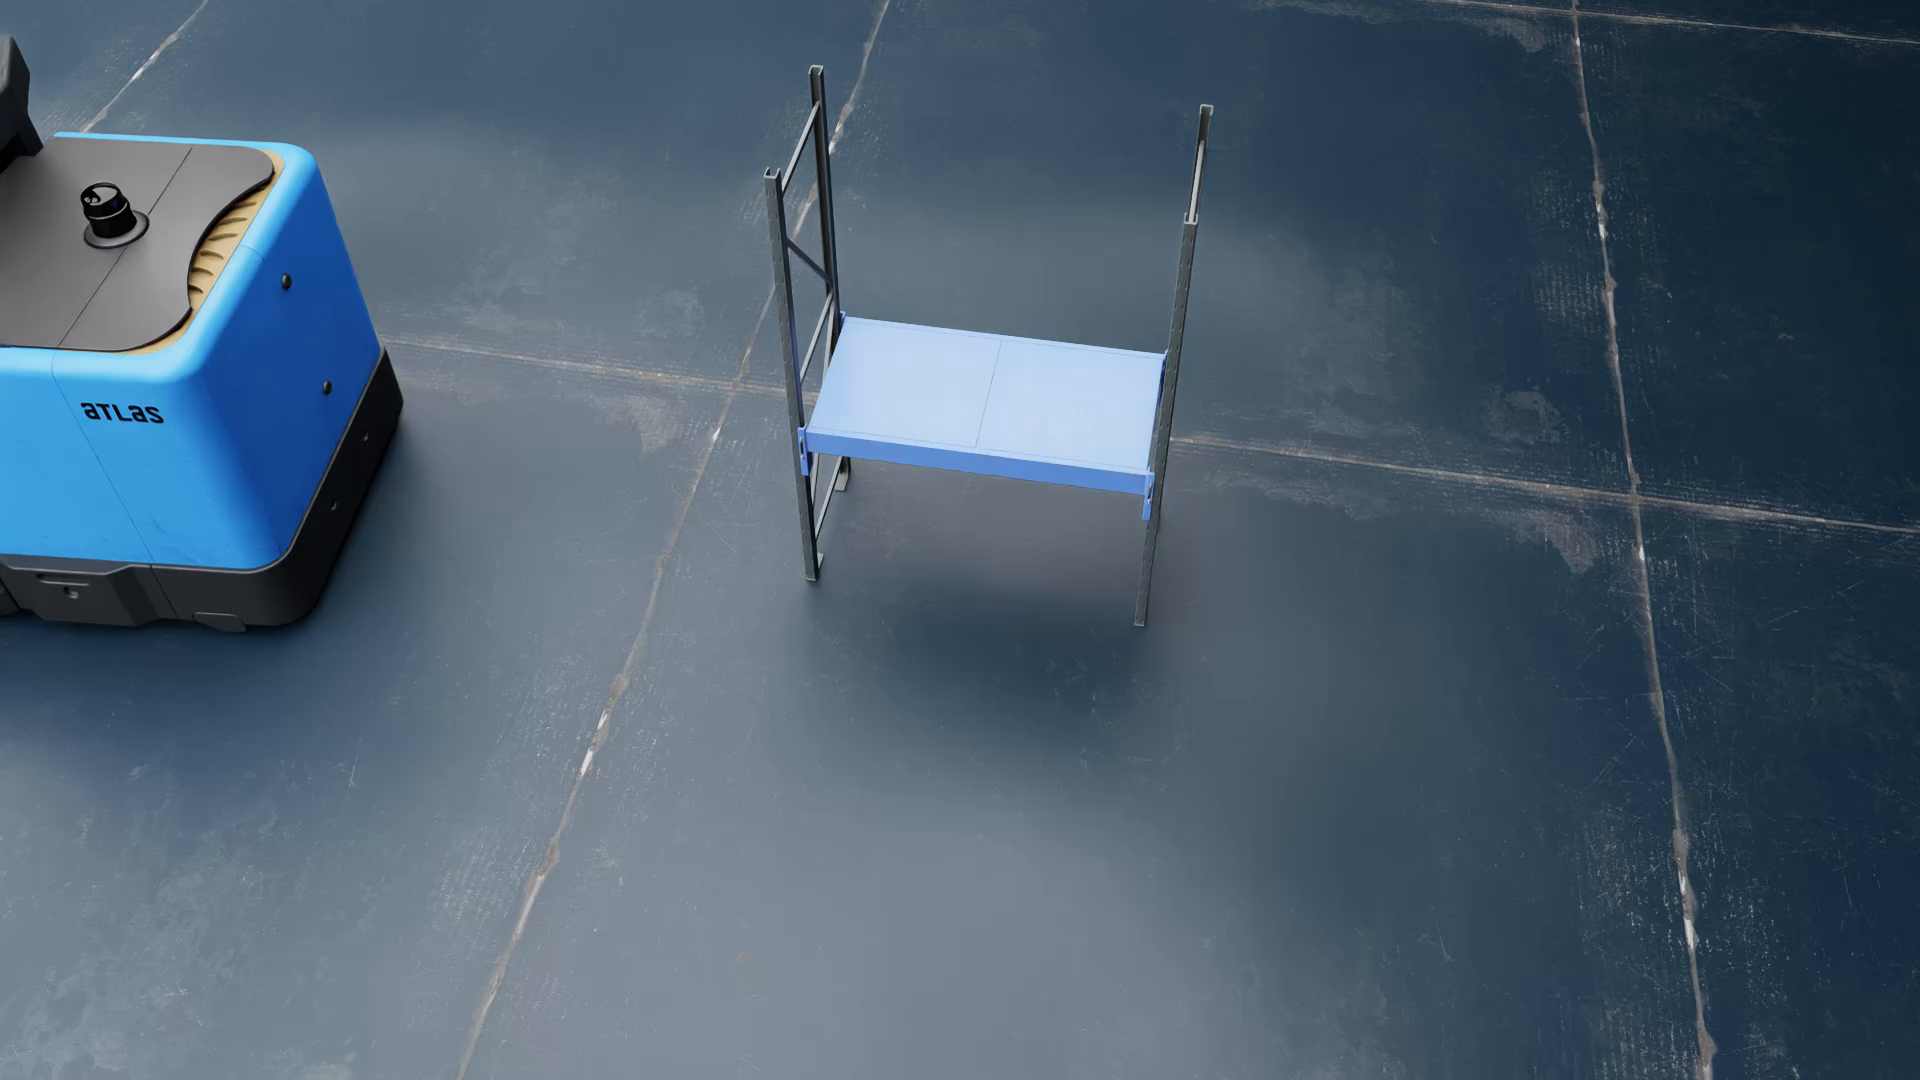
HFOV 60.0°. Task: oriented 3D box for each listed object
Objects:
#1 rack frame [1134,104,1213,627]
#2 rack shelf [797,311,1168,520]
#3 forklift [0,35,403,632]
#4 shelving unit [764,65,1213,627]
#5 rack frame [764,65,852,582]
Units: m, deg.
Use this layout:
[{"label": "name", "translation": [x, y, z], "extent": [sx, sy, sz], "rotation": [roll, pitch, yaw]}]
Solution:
[{"label": "rack frame", "translation": [0.584, -0.423, 4.622], "extent": [0.032, 1.500, 0.500], "rotation": [8, 49, 7]}, {"label": "rack shelf", "translation": [0.084, -0.370, 4.816], "extent": [1.000, 0.185, 0.538], "rotation": [8, 49, 7]}, {"label": "forklift", "translation": [-3.406, -1.155, 4.317], "extent": [3.031, 2.935, 1.130], "rotation": [4, 48, 3]}, {"label": "shelving unit", "translation": [0.084, -0.490, 4.682], "extent": [1.048, 1.500, 0.538], "rotation": [8, 49, 7]}, {"label": "rack frame", "translation": [-0.416, -0.557, 4.742], "extent": [0.032, 1.500, 0.500], "rotation": [8, 49, 7]}]
